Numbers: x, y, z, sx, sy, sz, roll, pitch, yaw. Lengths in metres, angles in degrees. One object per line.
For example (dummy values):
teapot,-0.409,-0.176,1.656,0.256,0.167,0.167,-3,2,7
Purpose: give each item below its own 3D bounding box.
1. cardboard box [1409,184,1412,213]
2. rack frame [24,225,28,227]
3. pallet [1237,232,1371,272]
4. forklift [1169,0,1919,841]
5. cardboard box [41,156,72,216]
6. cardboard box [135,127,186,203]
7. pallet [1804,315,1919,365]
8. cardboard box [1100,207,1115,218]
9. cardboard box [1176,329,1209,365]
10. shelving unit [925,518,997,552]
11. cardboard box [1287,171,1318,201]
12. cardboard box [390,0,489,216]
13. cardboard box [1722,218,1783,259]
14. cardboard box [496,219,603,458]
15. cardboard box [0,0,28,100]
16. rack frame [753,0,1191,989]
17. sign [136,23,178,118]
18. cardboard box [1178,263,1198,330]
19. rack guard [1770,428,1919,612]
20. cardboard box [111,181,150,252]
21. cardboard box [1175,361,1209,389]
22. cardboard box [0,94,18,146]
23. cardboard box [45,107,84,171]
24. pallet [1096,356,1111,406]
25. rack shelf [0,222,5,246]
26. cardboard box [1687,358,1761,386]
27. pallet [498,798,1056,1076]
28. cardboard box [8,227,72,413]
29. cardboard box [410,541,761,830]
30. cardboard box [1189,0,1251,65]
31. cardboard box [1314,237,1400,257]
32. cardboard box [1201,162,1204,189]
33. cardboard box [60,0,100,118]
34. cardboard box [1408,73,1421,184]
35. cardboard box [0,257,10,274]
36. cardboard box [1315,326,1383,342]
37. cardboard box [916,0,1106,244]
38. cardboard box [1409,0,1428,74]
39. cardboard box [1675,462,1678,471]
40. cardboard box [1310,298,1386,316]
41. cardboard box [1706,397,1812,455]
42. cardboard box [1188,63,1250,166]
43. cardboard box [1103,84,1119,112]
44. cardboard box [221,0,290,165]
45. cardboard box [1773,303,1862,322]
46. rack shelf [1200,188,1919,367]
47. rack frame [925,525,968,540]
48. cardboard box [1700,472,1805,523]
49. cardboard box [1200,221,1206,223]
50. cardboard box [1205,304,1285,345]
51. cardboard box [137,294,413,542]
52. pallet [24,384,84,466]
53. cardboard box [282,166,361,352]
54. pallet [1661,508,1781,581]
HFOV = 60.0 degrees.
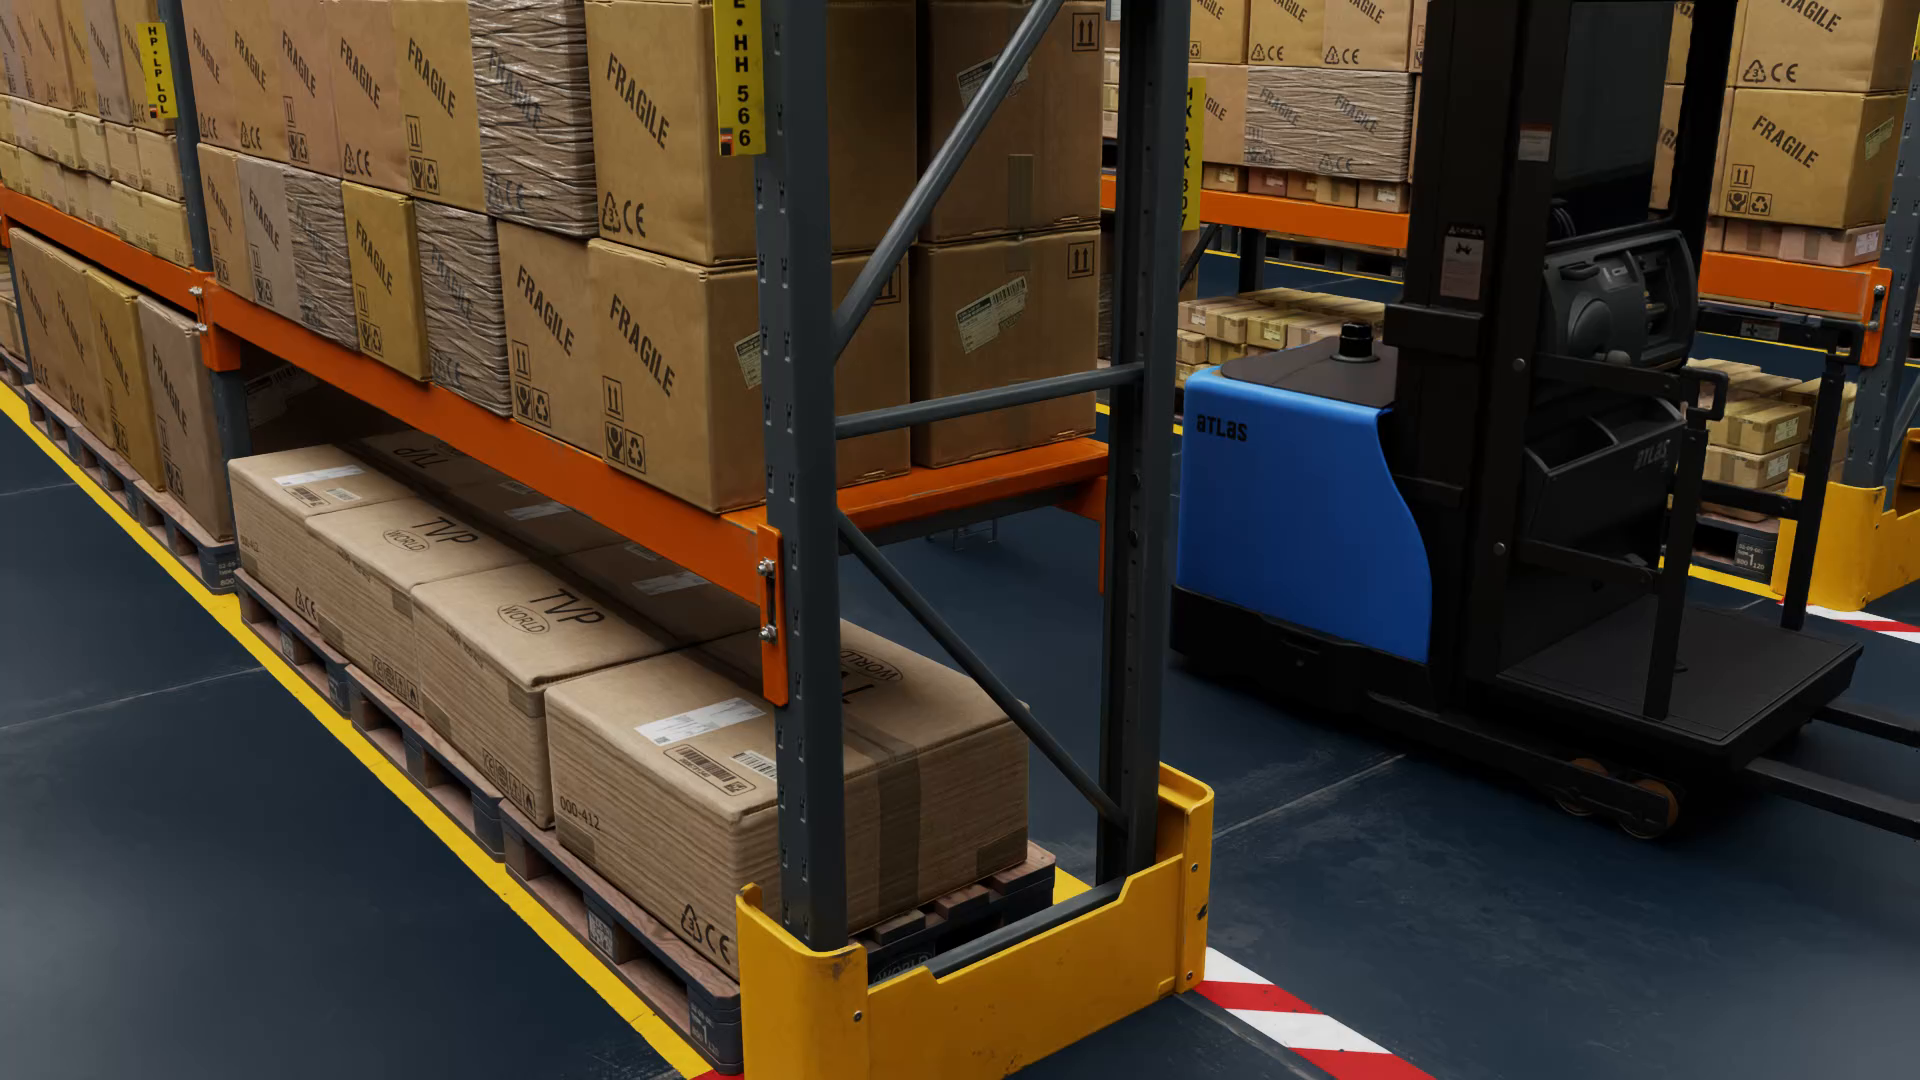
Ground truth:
cardboard box,2.363,-1.632,7.918,0.380,0.149,0.250,-13,22,-34
rack frame,-7.399,-3.237,12.367,1.000,3.000,0.127,-14,23,-36
pallet,3.283,-2.653,15.038,1.003,0.211,1.213,-14,23,-36
forklift,2.137,-0.716,4.863,1.130,2.935,3.031,-17,25,-41
cardboard box,-4.155,-1.757,8.135,0.500,0.250,0.500,-13,22,-34
cardboard box,-2.897,-1.493,6.543,0.500,0.250,0.500,-14,23,-36
pallet,6.509,-1.373,11.172,1.003,0.211,1.213,-14,23,-36
cardboard box,0.801,-1.990,10.716,0.500,0.250,0.500,-13,22,-35
cardboard box,1.360,-1.092,9.283,0.380,0.149,0.250,-13,22,-34
shelving unit,0.005,-0.425,7.215,0.258,0.900,0.210,-14,23,-36
cardboard box,1.894,-1.831,8.520,0.380,0.149,0.250,-15,24,-38
cardboard box,-1.087,-1.120,4.224,0.500,0.500,0.500,-14,23,-36
cardboard box,3.320,-1.246,6.752,0.380,0.149,0.250,-14,23,-36
cardboard box,-0.756,-0.521,4.006,0.500,0.500,0.500,-15,23,-37
cardboard box,-4.486,-2.484,8.342,0.500,0.500,0.500,-14,23,-36
rack frame,0.051,-0.280,3.437,1.000,3.000,0.127,-14,23,-36
sign,-2.852,-1.670,5.917,0.100,0.325,0.005,-14,23,-36
cardboard box,1.134,-1.503,10.439,0.500,0.500,0.500,-13,22,-34
rack guard,3.822,-0.103,6.879,1.175,0.500,0.348,-14,23,-36
cardboard box,-3.224,-1.382,7.002,0.500,0.250,0.500,-14,23,-37
cardboard box,1.359,-0.950,9.328,0.380,0.149,0.250,-15,24,-38
cardboard box,-4.795,-2.244,8.812,0.500,0.250,0.500,-14,23,-36
cardboard box,-3.870,-1.864,7.664,0.500,0.250,0.500,-13,23,-35
pallet,0.901,-1.125,10.423,1.003,0.211,1.213,-14,23,-36
rack shelf,-6.158,-2.403,10.991,1.077,0.370,4.000,-14,23,-36
cardboard box,3.488,-0.727,7.705,0.380,0.149,0.250,-14,23,-36
pallet,-0.507,0.862,4.424,1.003,0.211,1.213,-14,23,-36
cardboard box,-4.552,-1.256,9.095,0.875,0.875,0.875,-14,23,-37
cardboard box,-1.012,0.370,4.882,0.875,0.438,0.875,-13,22,-35
cardboard box,1.474,-2.761,8.707,0.500,0.500,0.500,-13,23,-35
cardboard box,3.812,-2.981,14.305,1.225,0.875,0.875,-14,23,-36
cardboard box,1.305,-2.004,9.042,0.380,0.149,0.250,-13,22,-34
cardboard box,-3.533,-2.104,7.194,0.500,0.500,0.500,-13,22,-34
cardboard box,2.448,-1.896,7.685,0.500,0.500,0.500,-13,22,-33
cardboard box,-6.190,-1.713,11.275,0.950,0.372,0.625,-13,22,-34
cardboard box,2.031,-0.989,8.499,0.380,0.149,0.250,-13,23,-35
cardboard box,-0.023,-0.976,3.789,0.500,0.500,0.500,-15,23,-37
cardboard box,2.414,-2.380,7.554,0.500,0.500,0.500,-15,23,-38
cardboard box,3.197,-0.408,7.216,0.380,0.149,0.250,-15,23,-37
cardboard box,2.160,-1.233,9.236,0.380,0.149,0.250,-14,23,-37
cardboard box,3.341,-0.481,6.963,0.380,0.149,0.250,-14,23,-35
cardboard box,1.495,-2.274,8.827,0.500,0.500,0.500,-14,23,-37
cardboard box,0.983,-2.538,9.513,0.380,0.149,0.250,-13,22,-34
cardboard box,-2.018,-1.498,5.364,0.500,0.500,0.500,-14,23,-37
cardboard box,6.242,-1.991,11.314,0.875,0.875,0.875,-14,23,-36
rack shelf,2.627,-1.422,8.031,1.077,0.370,4.000,-14,23,-36
rack frame,-0.058,-0.450,7.291,0.240,0.900,0.006,-14,23,-36
cardboard box,3.379,-0.206,7.080,0.380,0.149,0.250,-14,23,-35
cardboard box,2.421,-3.369,16.042,0.700,0.500,0.500,-16,24,-39
cardboard box,1.561,-1.180,9.076,0.380,0.149,0.250,-13,22,-33
cardboard box,-2.880,-0.594,7.095,0.875,0.875,0.875,-13,22,-34
pallet,-4.485,-0.719,9.197,1.003,0.211,1.213,-14,23,-36
cardboard box,-1.733,-0.898,5.143,0.500,0.500,0.500,-14,23,-36
pallet,3.345,-0.173,7.550,1.003,0.211,1.213,-14,23,-36
